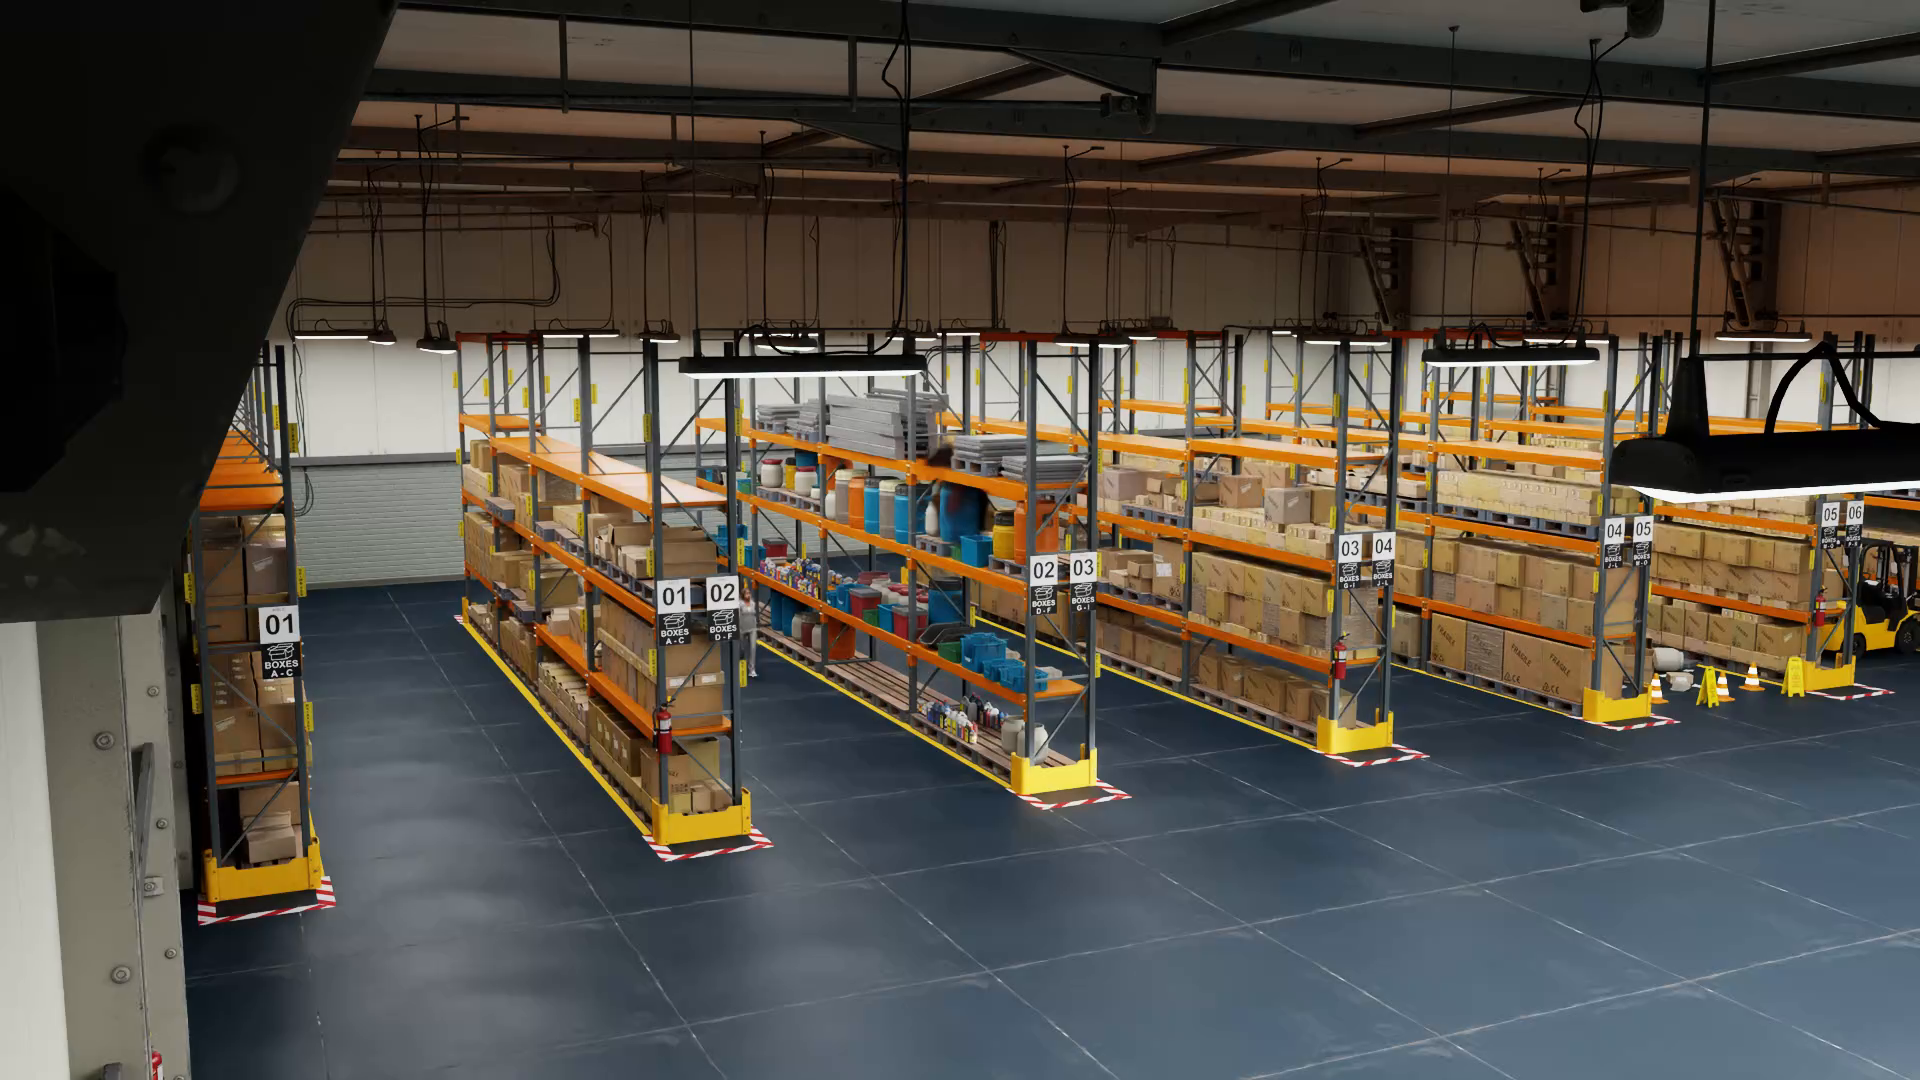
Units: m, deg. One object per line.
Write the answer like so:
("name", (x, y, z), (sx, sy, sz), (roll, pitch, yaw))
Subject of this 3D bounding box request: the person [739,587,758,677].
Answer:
("person", (-3.782, 1.604, 29.431), (0.431, 1.544, 0.902), (-2, 8, -12))

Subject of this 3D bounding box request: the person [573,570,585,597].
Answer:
("person", (-8.114, 0.721, 35.312), (1.063, 1.745, 0.668), (5, 9, 33))
